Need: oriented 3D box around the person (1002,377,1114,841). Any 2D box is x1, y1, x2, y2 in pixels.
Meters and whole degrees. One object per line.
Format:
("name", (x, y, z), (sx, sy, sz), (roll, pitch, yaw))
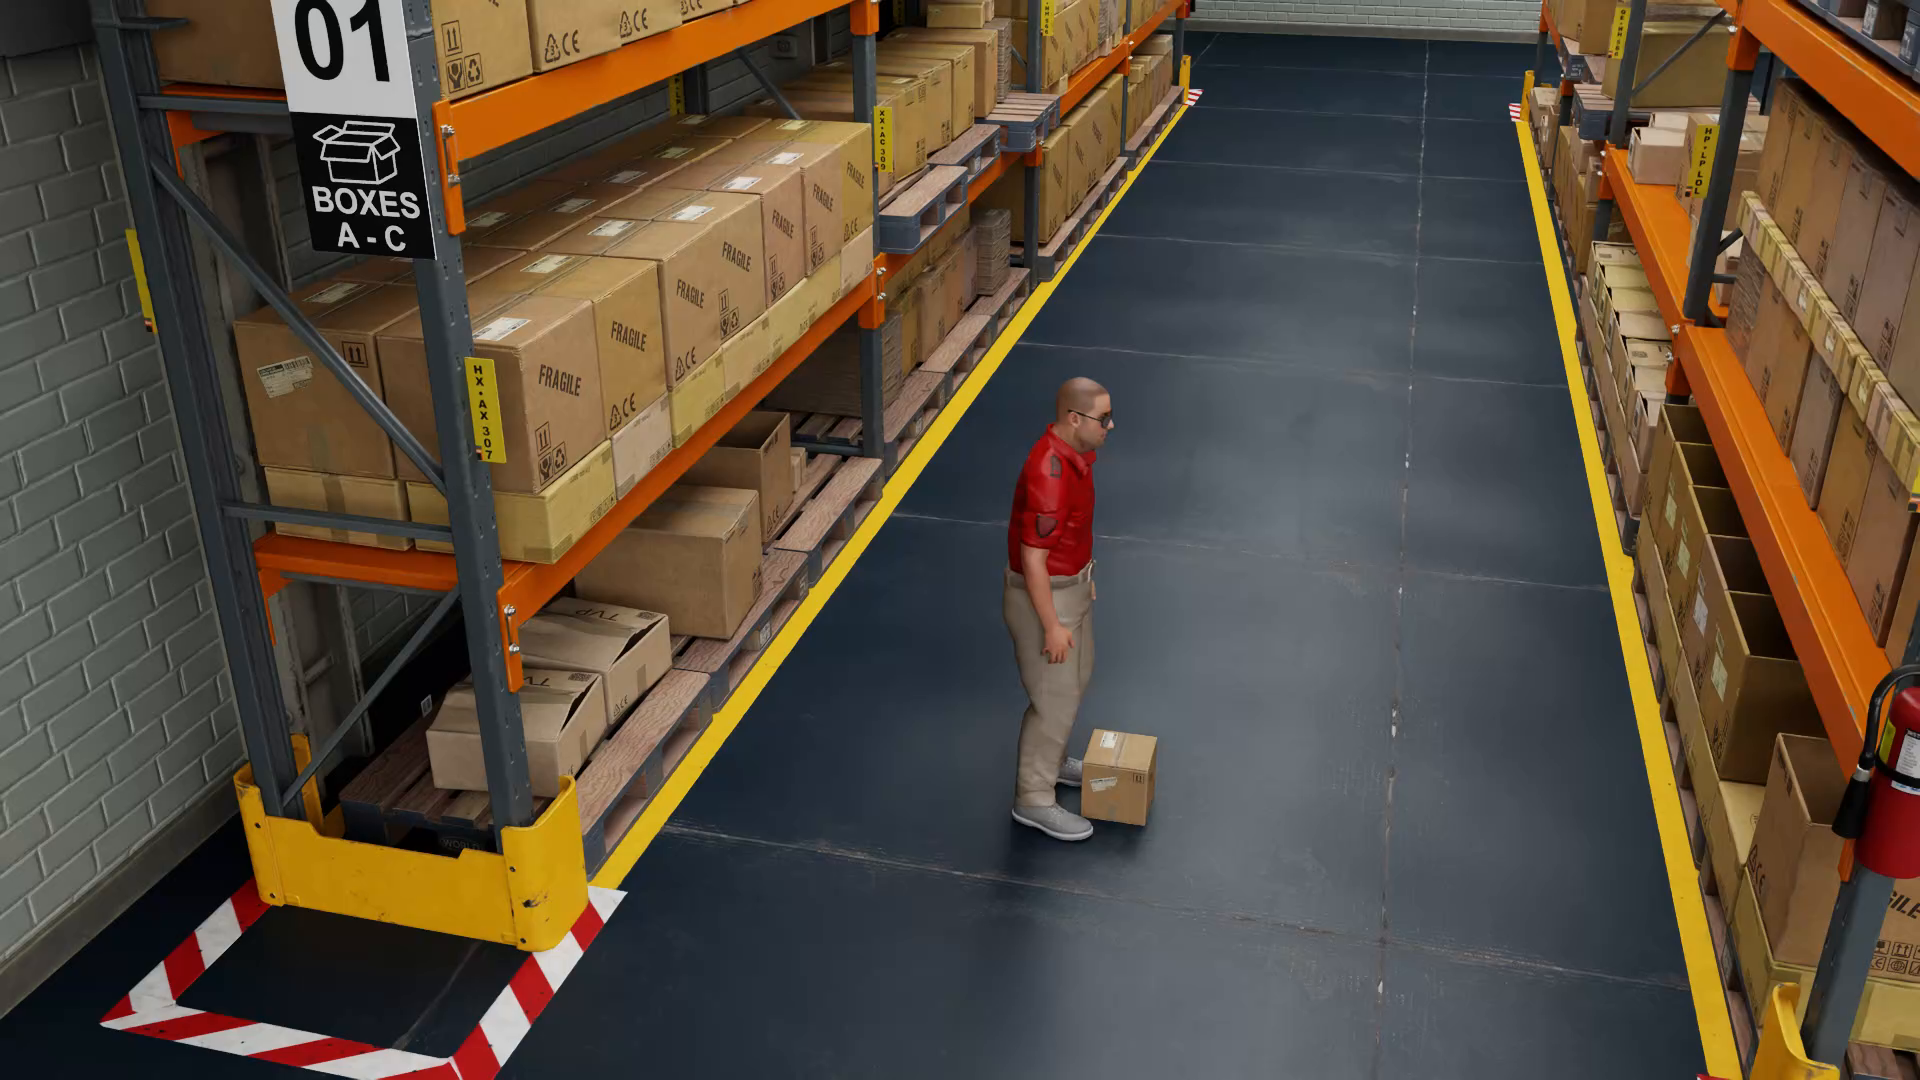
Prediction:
("person", (0.369, 0.222, 6.151), (0.392, 1.727, 0.585), (6, 26, 13))
